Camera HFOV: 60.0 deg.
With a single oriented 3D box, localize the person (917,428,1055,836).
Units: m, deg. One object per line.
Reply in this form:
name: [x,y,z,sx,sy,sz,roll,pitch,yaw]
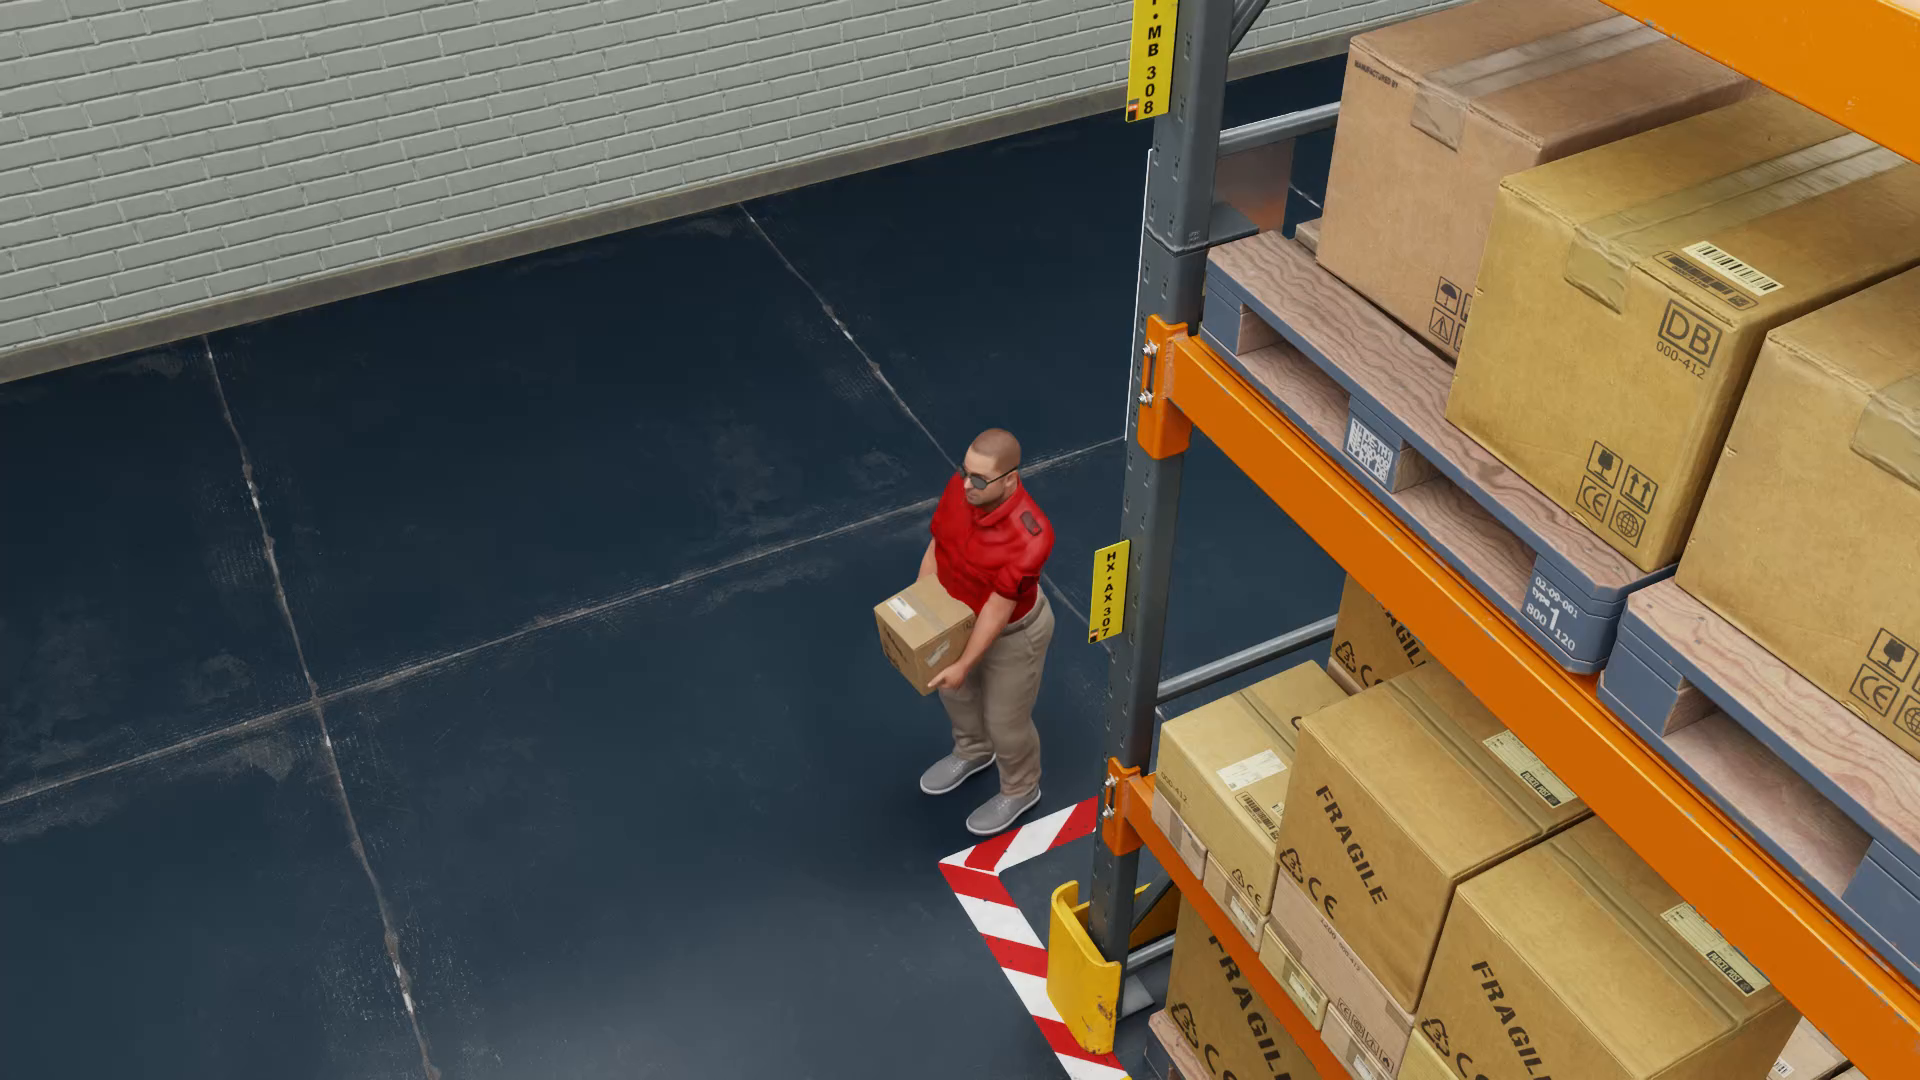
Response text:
person: [0.054,0.340,5.788,0.554,1.726,0.489,-25,47,-26]
